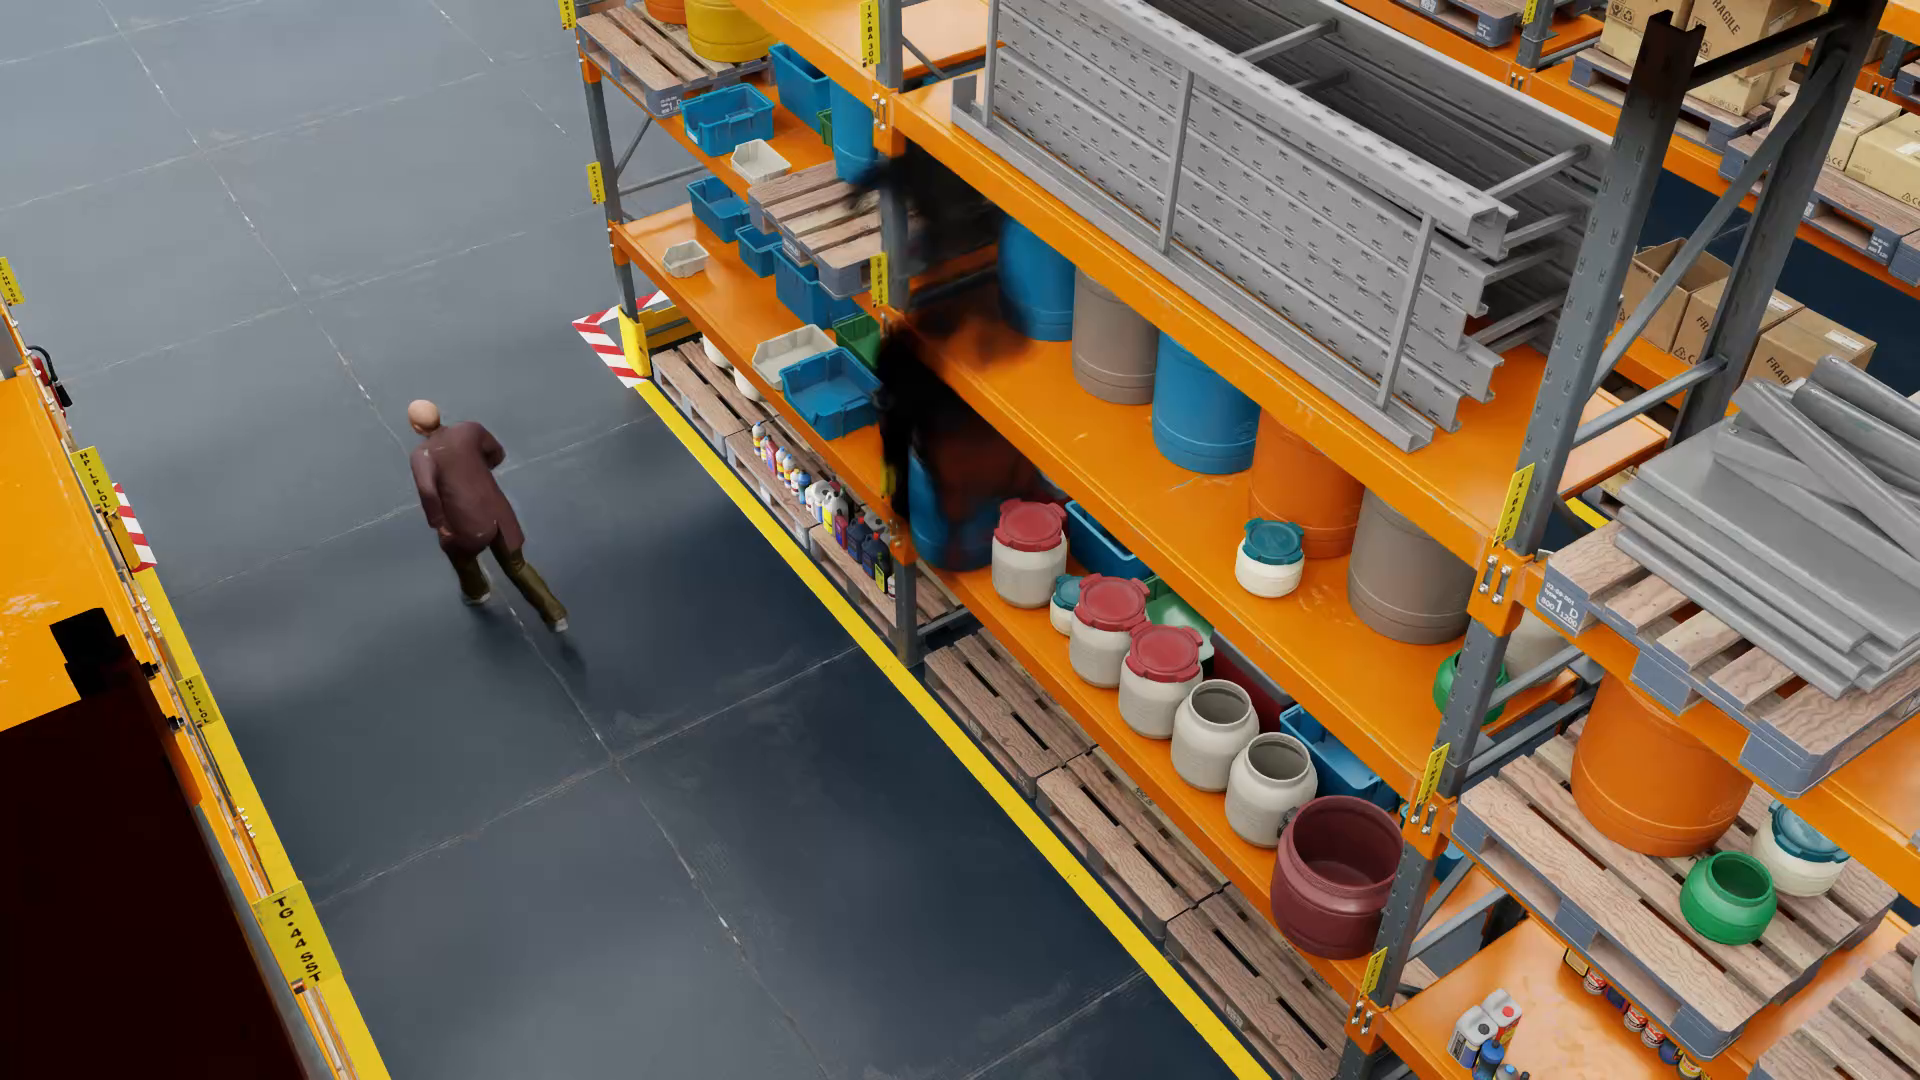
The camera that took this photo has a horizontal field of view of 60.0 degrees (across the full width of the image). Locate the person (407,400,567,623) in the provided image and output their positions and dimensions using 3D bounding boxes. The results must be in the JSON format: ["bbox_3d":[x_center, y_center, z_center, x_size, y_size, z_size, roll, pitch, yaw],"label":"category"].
[{"bbox_3d":[-2.999,-0.117,10.542,0.998,1.565,0.753,24,48,24],"label":"person"}]
